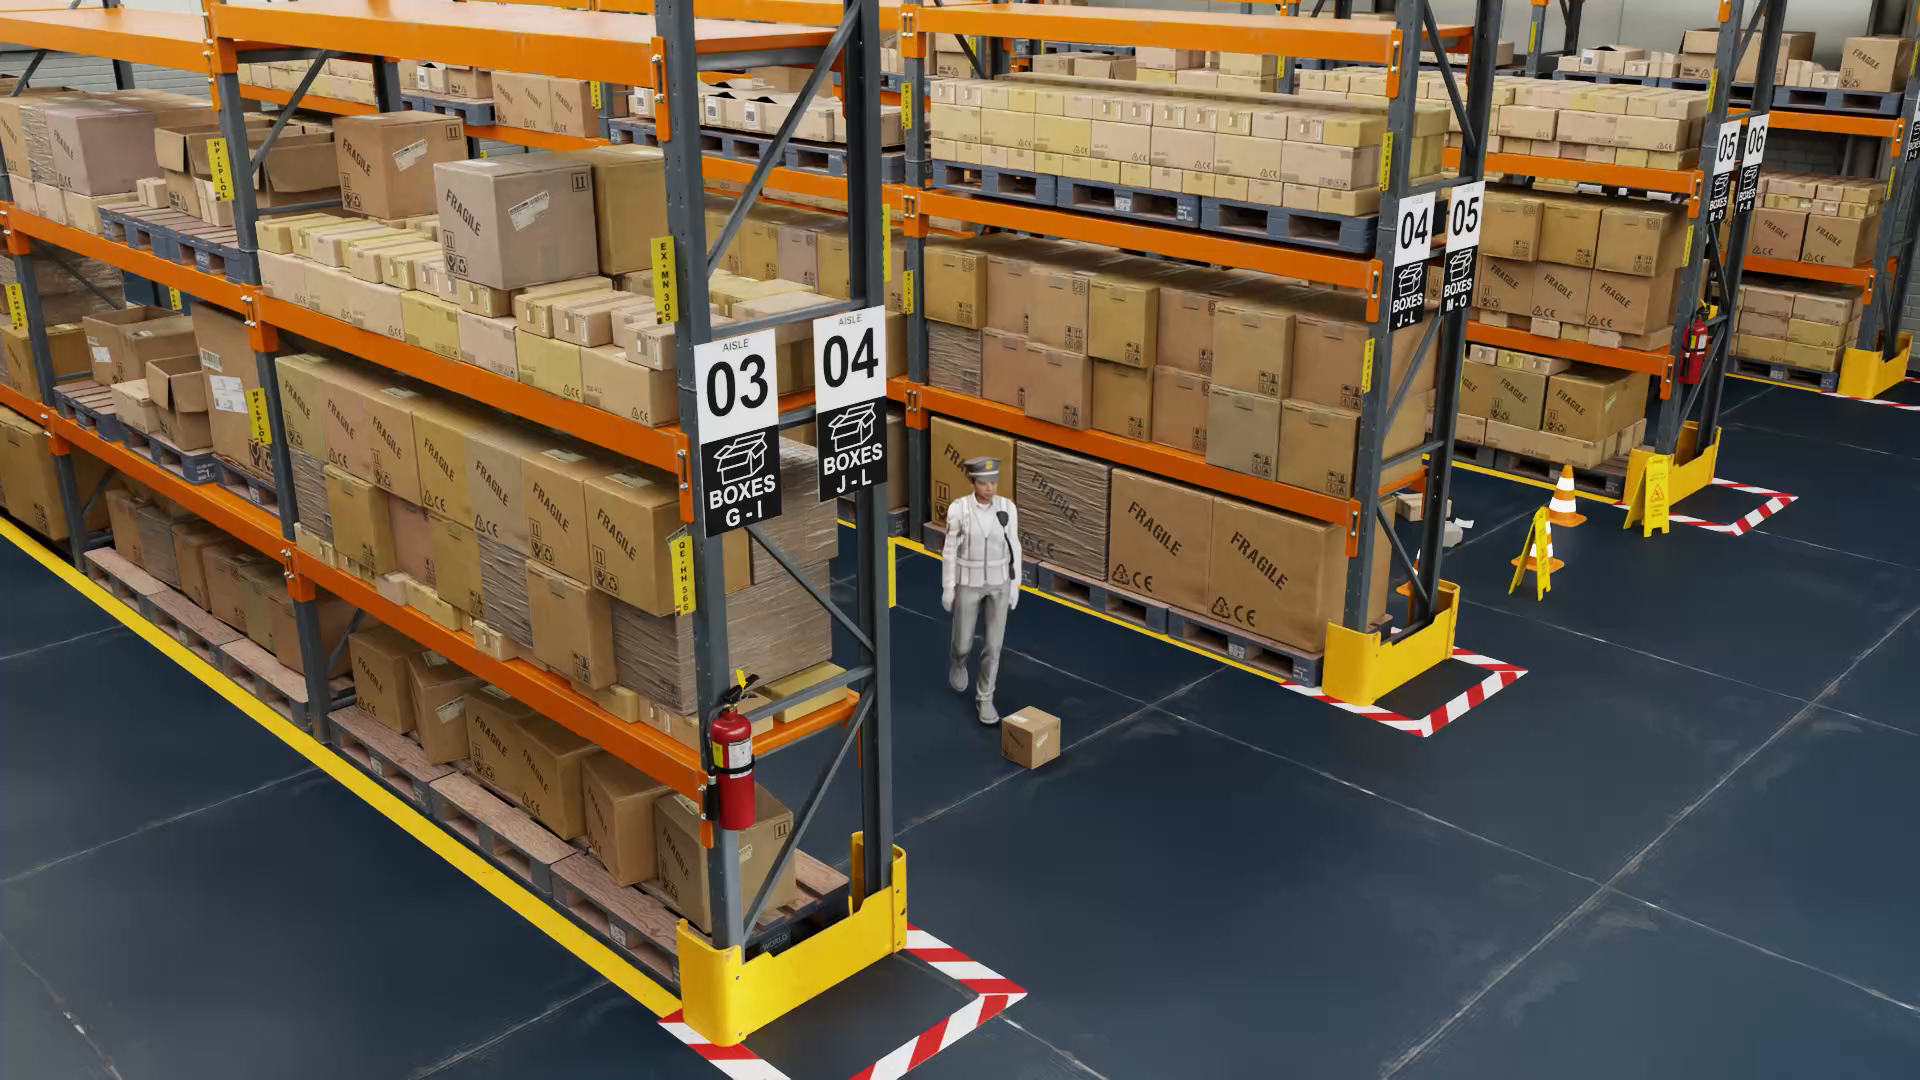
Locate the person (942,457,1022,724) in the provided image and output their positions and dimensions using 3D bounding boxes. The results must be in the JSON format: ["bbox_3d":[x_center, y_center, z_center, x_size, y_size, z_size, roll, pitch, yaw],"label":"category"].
[{"bbox_3d":[0.138,0.271,10.290,0.510,1.671,0.573,-3,21,-8],"label":"person"}]
